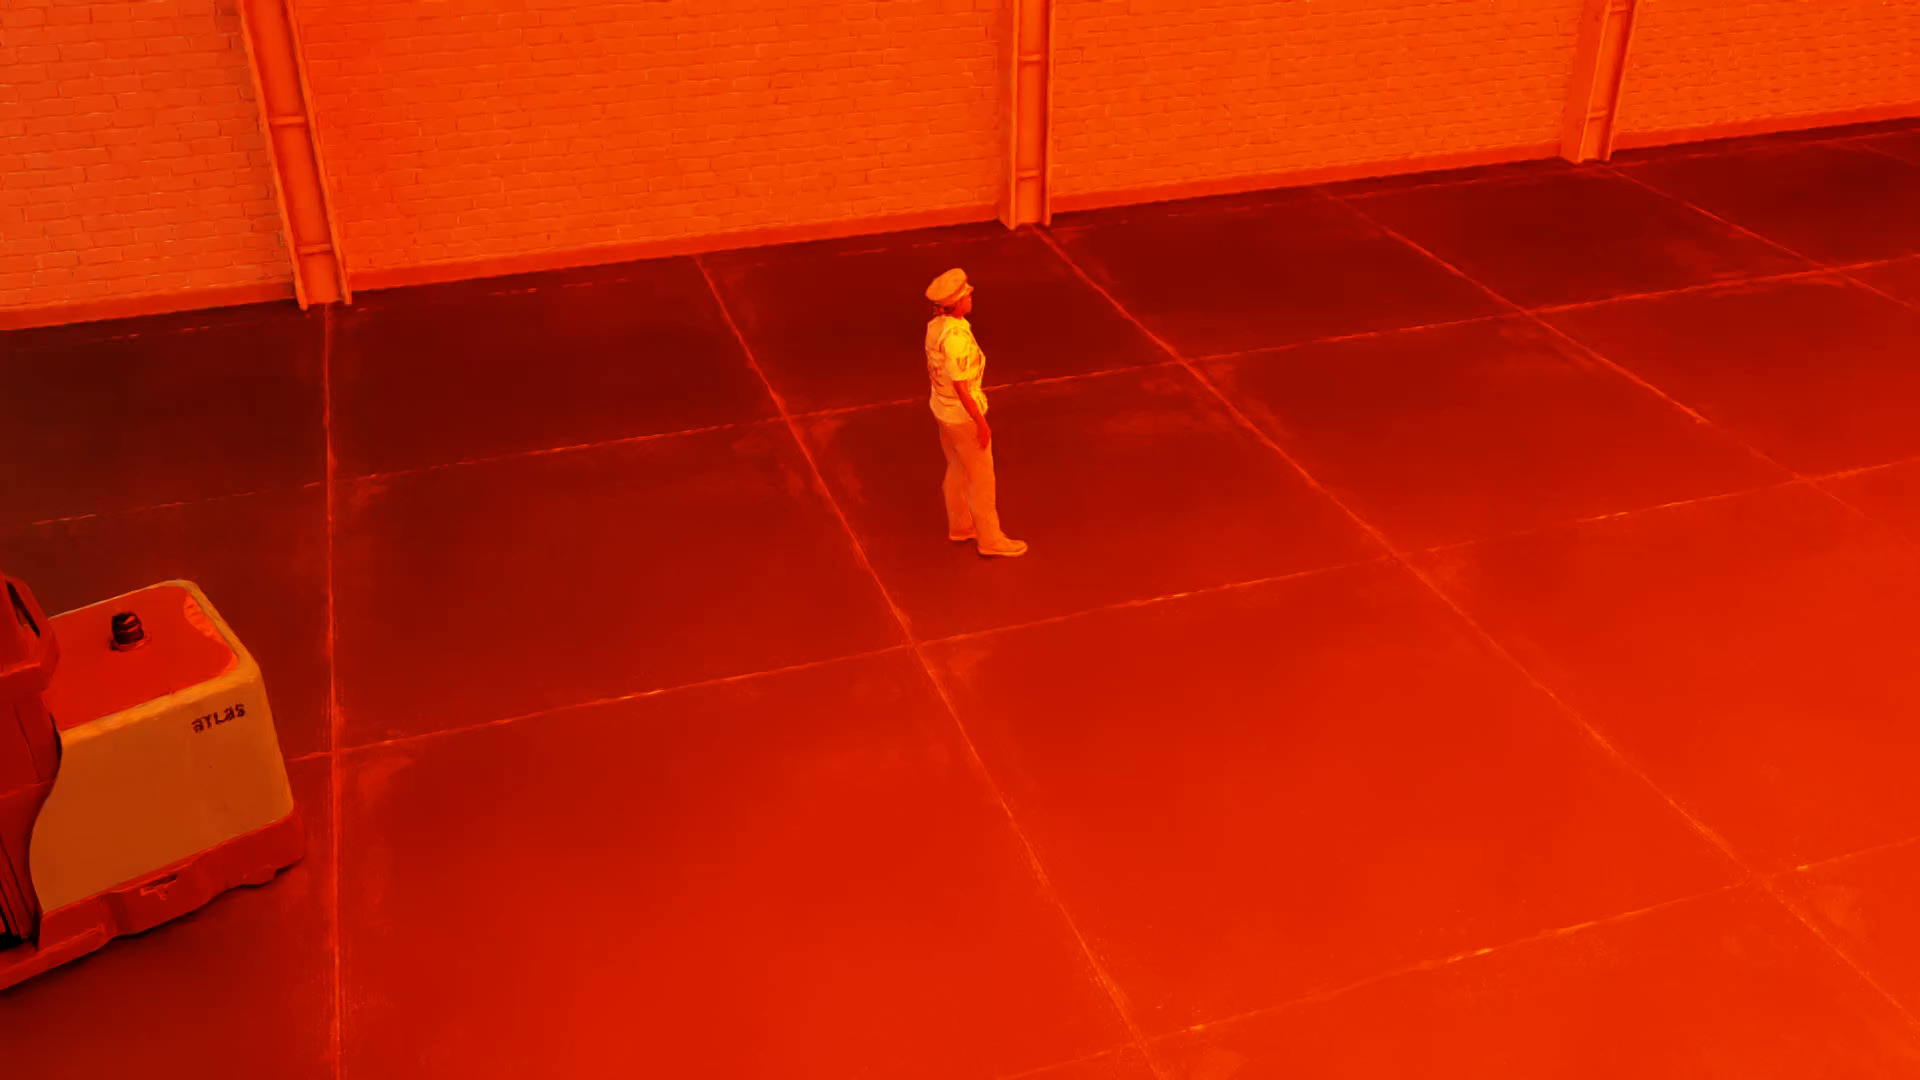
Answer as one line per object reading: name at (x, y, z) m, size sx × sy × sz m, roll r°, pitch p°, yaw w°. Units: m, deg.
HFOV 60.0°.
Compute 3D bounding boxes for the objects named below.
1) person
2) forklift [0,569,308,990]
person at (0.077, -0.744, 9.604) m, size 0.529 × 1.695 × 0.570 m, roll -10°, pitch 31°, yaw -16°
forklift at (-4.397, 0.462, 6.284) m, size 3.031 × 2.935 × 1.130 m, roll -22°, pitch 36°, yaw -33°
